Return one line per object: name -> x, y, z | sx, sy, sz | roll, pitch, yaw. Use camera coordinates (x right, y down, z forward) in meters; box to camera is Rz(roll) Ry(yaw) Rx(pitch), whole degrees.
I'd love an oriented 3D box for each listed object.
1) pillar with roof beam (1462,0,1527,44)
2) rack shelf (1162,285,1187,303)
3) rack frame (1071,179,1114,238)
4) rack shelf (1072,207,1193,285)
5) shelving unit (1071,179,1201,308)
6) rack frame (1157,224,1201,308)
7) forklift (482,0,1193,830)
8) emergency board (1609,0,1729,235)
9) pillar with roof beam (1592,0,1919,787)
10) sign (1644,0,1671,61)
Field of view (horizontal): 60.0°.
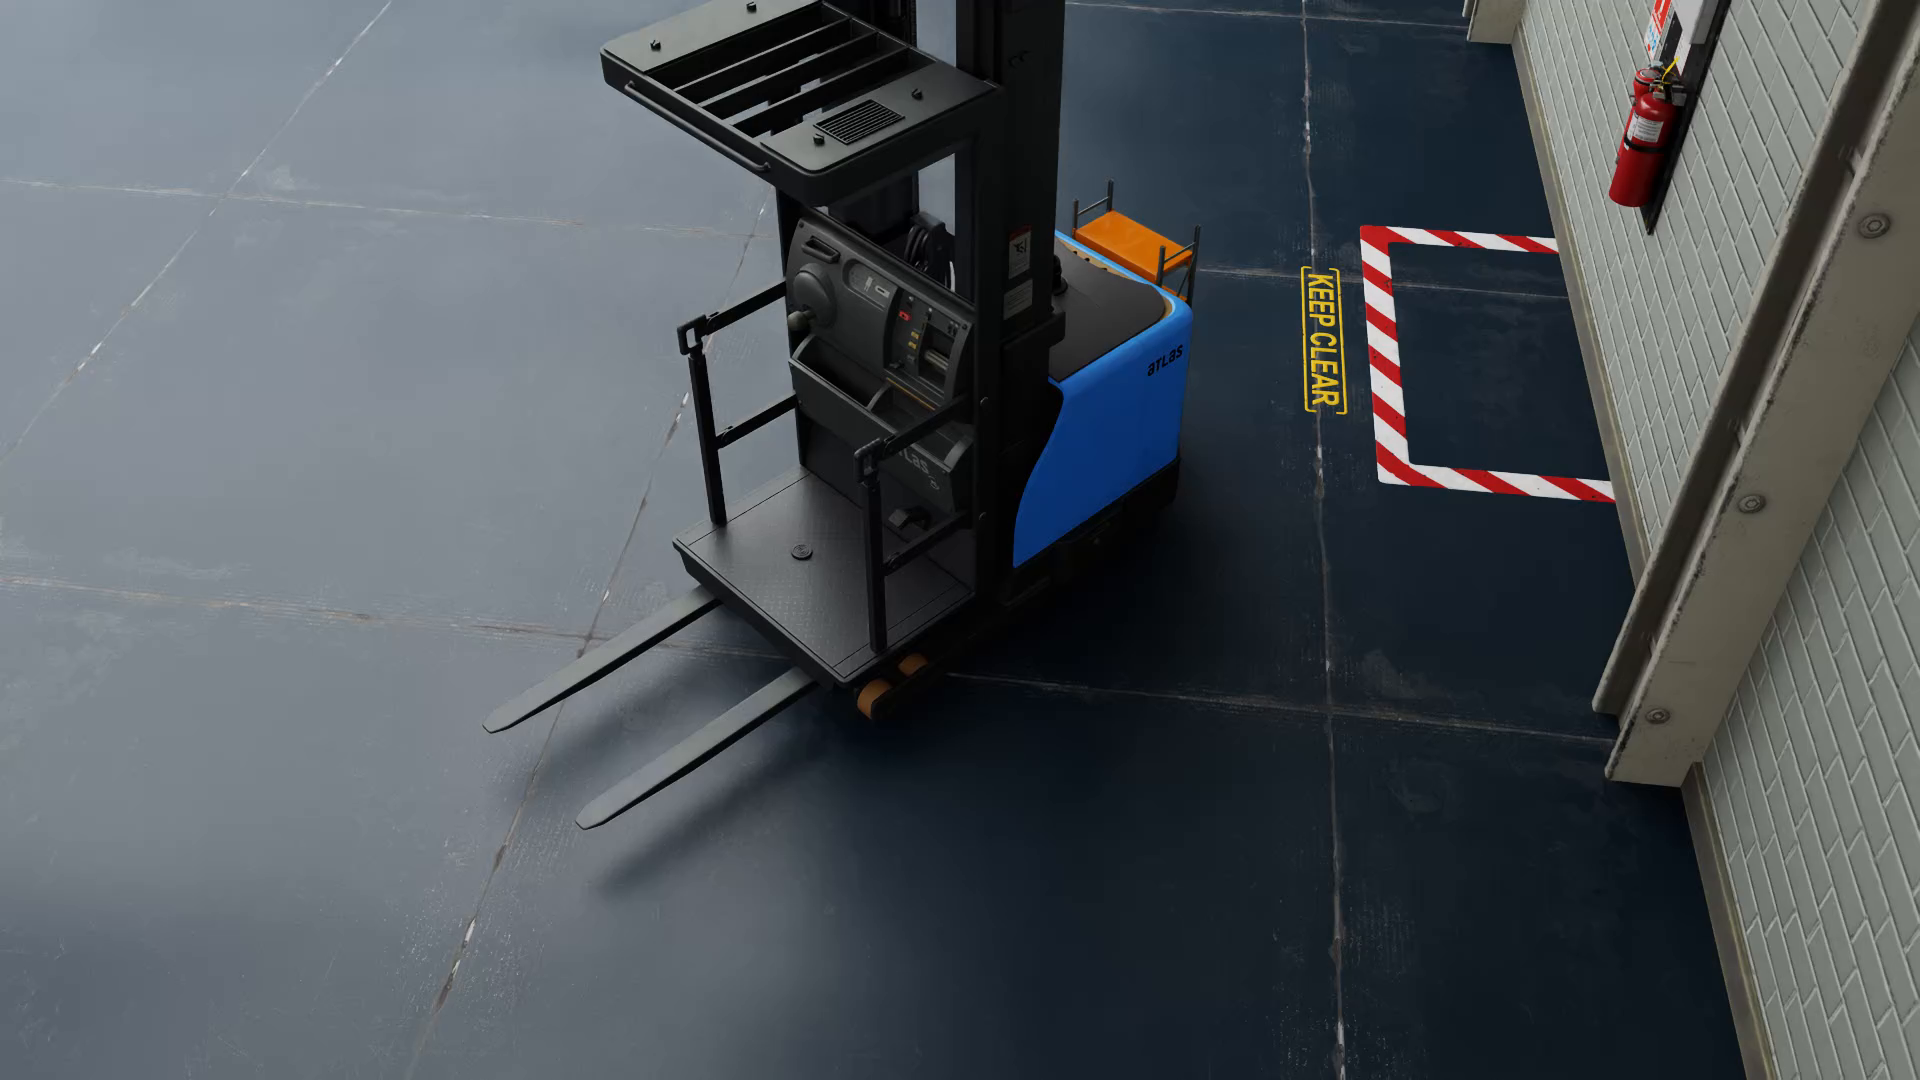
pillar with roof beam -> -0.848, -6.963, 8.059 | 9.100, 9.000, 0.400 | 5, 44, 6
rack shelf -> 0.737, -1.046, 7.255 | 0.258, 0.148, 0.480 | -33, 53, -30
rack frame -> 0.569, -1.054, 7.491 | 0.240, 1.200, 0.015 | -33, 53, -30
rack shelf -> 0.737, -1.218, 7.092 | 0.258, 0.148, 0.480 | -33, 53, -30
shelving unit -> 0.737, -0.933, 7.362 | 0.258, 1.200, 0.503 | -33, 53, -30
rack frame -> 0.905, -0.811, 7.234 | 0.240, 1.200, 0.015 | -33, 53, -30
forklift -> -0.457, -0.766, 5.927 | 3.031, 2.935, 1.130 | -33, 53, -30
emergency board -> 2.990, -1.985, 7.165 | 0.194, 1.169, 0.643 | 5, 44, 6
pillar with roof beam -> -1.641, -2.874, 3.740 | 9.100, 9.000, 0.400 | 5, 44, 6
sign -> 3.166, -2.365, 7.541 | 0.001, 0.329, 0.234 | 5, 44, 6
